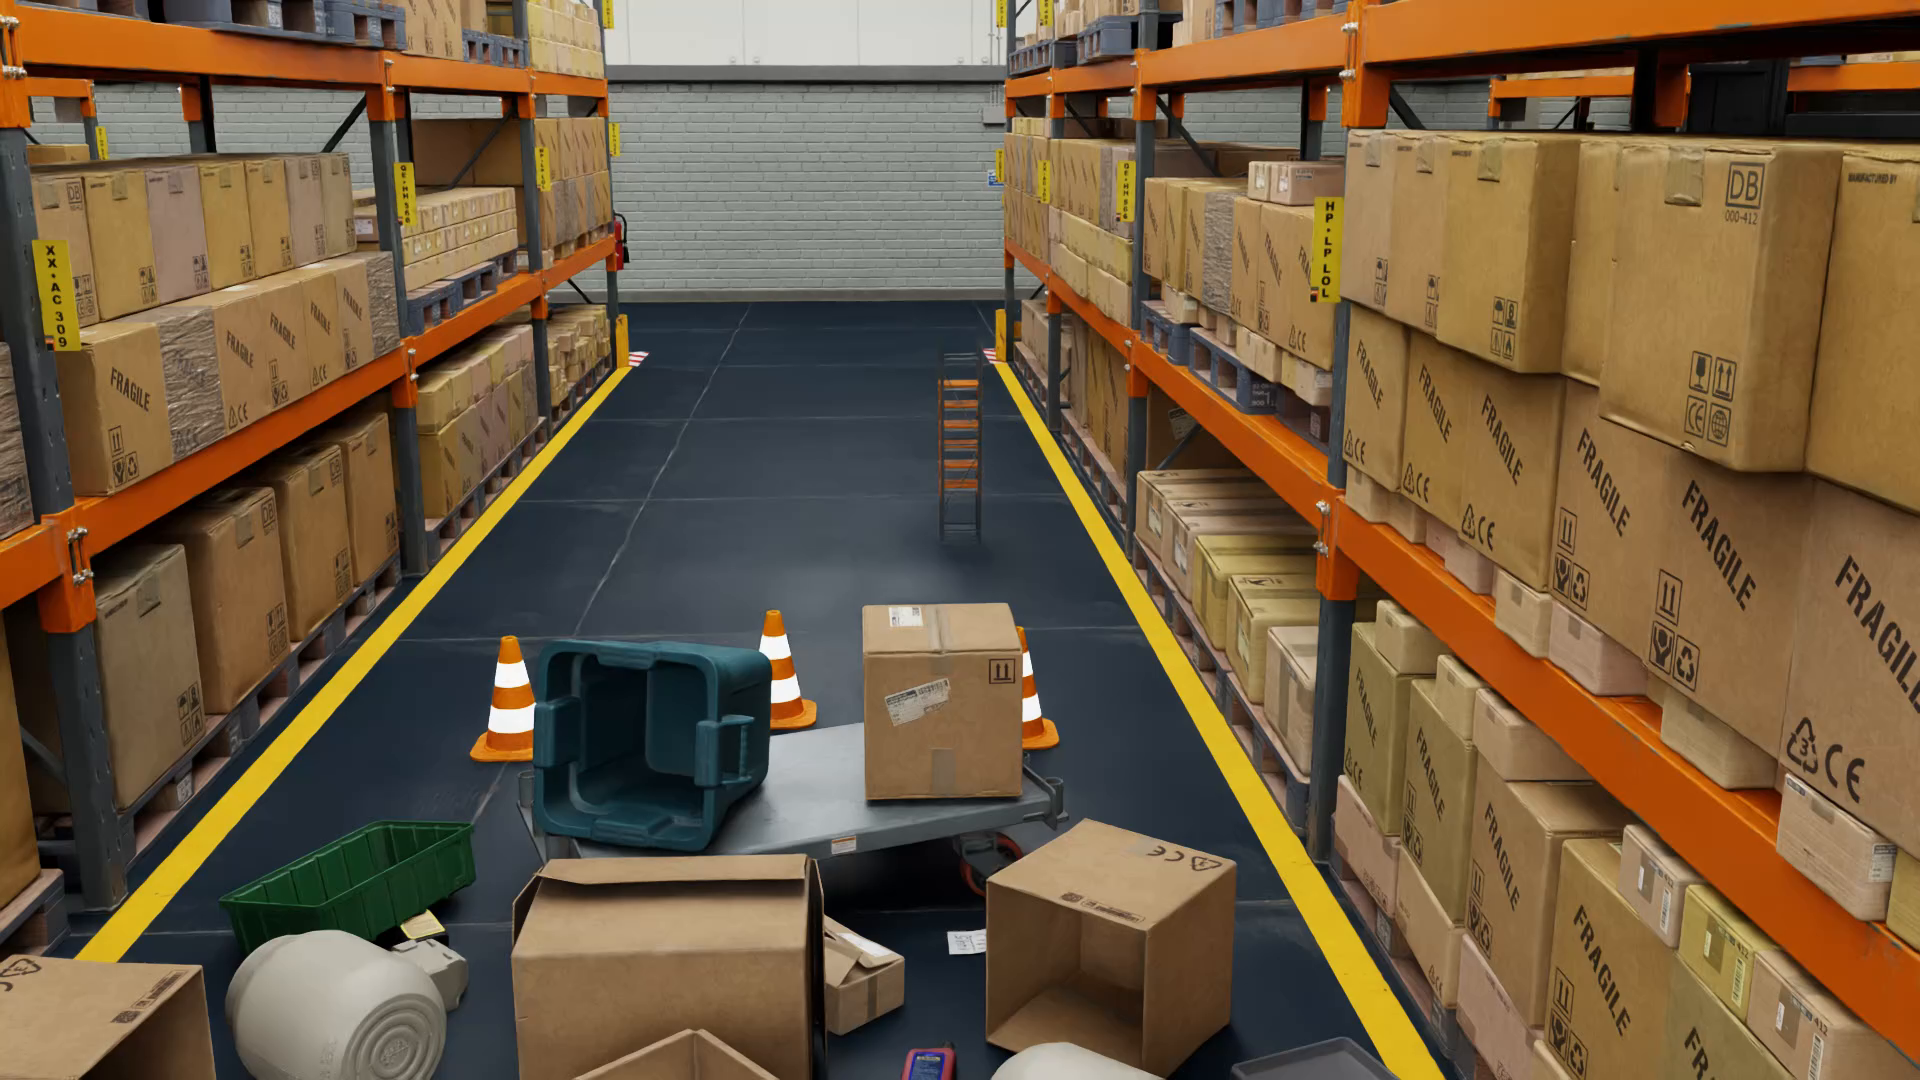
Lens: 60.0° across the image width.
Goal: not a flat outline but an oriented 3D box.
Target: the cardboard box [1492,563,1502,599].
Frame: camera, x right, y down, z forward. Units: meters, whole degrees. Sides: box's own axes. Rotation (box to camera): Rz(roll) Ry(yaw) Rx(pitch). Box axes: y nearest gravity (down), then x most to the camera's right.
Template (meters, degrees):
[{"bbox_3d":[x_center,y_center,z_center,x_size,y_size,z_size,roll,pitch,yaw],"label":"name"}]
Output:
[{"bbox_3d":[1.550,0.103,4.112,0.380,0.149,0.250,-1,14,-4],"label":"cardboard box"}]

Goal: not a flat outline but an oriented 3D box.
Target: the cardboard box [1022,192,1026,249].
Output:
[{"bbox_3d":[0.828,-2.890,15.040,0.500,0.500,0.500,0,14,-2],"label":"cardboard box"}]

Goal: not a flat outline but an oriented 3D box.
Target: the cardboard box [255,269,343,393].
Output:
[{"bbox_3d":[-3.117,-0.943,7.472,0.500,0.500,0.500,-1,14,-4],"label":"cardboard box"}]

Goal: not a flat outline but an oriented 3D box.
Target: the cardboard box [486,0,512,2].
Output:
[{"bbox_3d":[-3.498,-4.137,12.565,0.380,0.149,0.250,-1,14,-4],"label":"cardboard box"}]

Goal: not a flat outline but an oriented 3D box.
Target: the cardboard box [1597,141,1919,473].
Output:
[{"bbox_3d":[1.548,-0.415,2.814,0.700,0.500,0.500,-1,14,-4],"label":"cardboard box"}]

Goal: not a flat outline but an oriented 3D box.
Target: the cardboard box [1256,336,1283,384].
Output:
[{"bbox_3d":[1.350,-0.693,6.360,0.380,0.149,0.250,-1,14,-4],"label":"cardboard box"}]

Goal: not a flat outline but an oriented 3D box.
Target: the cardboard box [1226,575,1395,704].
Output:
[{"bbox_3d":[1.625,0.402,6.874,0.950,0.372,0.625,0,14,0],"label":"cardboard box"}]

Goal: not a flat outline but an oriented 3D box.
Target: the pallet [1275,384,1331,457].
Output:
[{"bbox_3d":[1.806,-0.457,6.169,1.003,0.211,1.213,-1,14,-3],"label":"pallet"}]

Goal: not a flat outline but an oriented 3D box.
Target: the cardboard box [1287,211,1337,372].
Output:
[{"bbox_3d":[1.451,-0.865,5.729,0.500,0.500,0.500,-1,14,-4],"label":"cardboard box"}]

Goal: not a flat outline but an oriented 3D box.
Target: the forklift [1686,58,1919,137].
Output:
[{"bbox_3d":[4.057,-0.919,7.714,3.031,2.935,1.130,7,16,25],"label":"forklift"}]

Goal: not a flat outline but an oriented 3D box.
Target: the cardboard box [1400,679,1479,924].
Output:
[{"bbox_3d":[1.520,0.691,4.491,0.500,0.500,0.500,0,14,-1],"label":"cardboard box"}]

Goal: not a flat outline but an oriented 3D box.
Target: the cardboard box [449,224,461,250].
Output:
[{"bbox_3d":[-3.385,-1.921,10.535,0.380,0.149,0.250,-1,14,-4],"label":"cardboard box"}]

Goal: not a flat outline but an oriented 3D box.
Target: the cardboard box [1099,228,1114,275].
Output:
[{"bbox_3d":[1.141,-1.766,10.169,0.500,0.250,0.500,-1,14,-5],"label":"cardboard box"}]

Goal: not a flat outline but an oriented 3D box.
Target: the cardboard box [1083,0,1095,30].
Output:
[{"bbox_3d":[1.062,-3.491,10.512,0.500,0.500,0.500,-1,14,-3],"label":"cardboard box"}]

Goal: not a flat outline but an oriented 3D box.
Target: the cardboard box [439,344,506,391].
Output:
[{"bbox_3d":[-3.358,-1.161,11.189,0.500,0.250,0.500,-2,15,-6],"label":"cardboard box"}]

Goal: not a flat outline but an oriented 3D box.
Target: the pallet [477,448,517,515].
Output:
[{"bbox_3d":[-3.593,-0.398,11.149,1.003,0.211,1.213,-1,14,-3],"label":"pallet"}]

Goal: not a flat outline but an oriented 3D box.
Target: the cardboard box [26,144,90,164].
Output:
[{"bbox_3d":[-8.634,-3.507,15.835,0.500,0.500,0.500,-1,14,-3],"label":"cardboard box"}]

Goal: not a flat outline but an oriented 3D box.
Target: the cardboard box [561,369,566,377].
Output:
[{"bbox_3d":[-3.624,-1.420,14.405,0.380,0.149,0.250,-2,15,-6],"label":"cardboard box"}]

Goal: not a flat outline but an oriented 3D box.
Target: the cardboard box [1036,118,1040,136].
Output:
[{"bbox_3d":[0.860,-3.585,14.431,0.380,0.149,0.250,-1,14,-5],"label":"cardboard box"}]

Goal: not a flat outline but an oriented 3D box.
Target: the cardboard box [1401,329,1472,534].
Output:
[{"bbox_3d":[1.512,-0.312,4.422,0.500,0.500,0.500,-1,14,-4],"label":"cardboard box"}]

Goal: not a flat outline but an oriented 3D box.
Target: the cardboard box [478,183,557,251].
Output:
[{"bbox_3d":[-3.501,-2.566,13.180,0.500,0.500,0.500,-1,14,-4],"label":"cardboard box"}]

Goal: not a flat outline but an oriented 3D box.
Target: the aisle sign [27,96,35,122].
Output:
[{"bbox_3d":[-9.230,-4.462,16.130,0.394,0.787,0.004,-1,14,-3],"label":"aisle sign"}]

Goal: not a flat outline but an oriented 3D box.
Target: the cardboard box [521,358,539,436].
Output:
[{"bbox_3d":[-3.424,-1.059,12.295,0.500,0.500,0.500,-1,14,-5],"label":"cardboard box"}]

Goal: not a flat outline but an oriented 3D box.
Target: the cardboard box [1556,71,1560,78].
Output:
[{"bbox_3d":[5.761,-4.350,15.398,0.380,0.149,0.250,-1,14,-4],"label":"cardboard box"}]

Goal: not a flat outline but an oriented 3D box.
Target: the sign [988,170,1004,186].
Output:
[{"bbox_3d":[0.540,-4.890,22.468,0.327,0.218,0.001,-1,14,-3],"label":"sign"}]

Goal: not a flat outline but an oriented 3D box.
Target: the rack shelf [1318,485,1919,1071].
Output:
[{"bbox_3d":[1.832,0.488,3.554,1.077,0.370,4.000,-1,14,-3],"label":"rack shelf"}]

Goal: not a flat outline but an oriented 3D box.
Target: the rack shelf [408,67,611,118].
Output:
[{"bbox_3d":[-3.846,-3.848,14.385,1.077,0.370,4.000,-1,14,-3],"label":"rack shelf"}]

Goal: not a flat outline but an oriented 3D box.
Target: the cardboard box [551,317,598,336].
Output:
[{"bbox_3d":[-3.558,-1.967,15.335,0.380,0.149,0.250,0,14,-1],"label":"cardboard box"}]

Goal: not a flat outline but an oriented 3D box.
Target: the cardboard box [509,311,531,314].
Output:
[{"bbox_3d":[-4.251,-2.085,15.794,0.380,0.149,0.250,-1,14,-4],"label":"cardboard box"}]

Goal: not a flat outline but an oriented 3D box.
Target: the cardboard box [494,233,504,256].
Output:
[{"bbox_3d":[-3.469,-2.105,11.851,0.380,0.149,0.250,-1,14,-4],"label":"cardboard box"}]

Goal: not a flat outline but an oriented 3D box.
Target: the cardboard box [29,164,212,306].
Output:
[{"bbox_3d":[-3.327,-1.166,6.331,0.700,0.500,0.500,-1,14,-3],"label":"cardboard box"}]

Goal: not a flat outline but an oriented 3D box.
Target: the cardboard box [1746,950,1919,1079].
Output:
[{"bbox_3d":[1.556,0.802,2.757,0.380,0.149,0.250,0,14,-2],"label":"cardboard box"}]

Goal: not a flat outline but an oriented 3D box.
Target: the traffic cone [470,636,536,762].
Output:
[{"bbox_3d":[-1.802,0.615,6.706,0.336,0.463,0.334,-1,14,-3],"label":"traffic cone"}]

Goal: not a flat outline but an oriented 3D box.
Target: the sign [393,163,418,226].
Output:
[{"bbox_3d":[-2.920,-1.821,8.762,0.100,0.325,0.005,-1,14,-3],"label":"sign"}]

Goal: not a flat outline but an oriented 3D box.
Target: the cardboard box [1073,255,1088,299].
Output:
[{"bbox_3d":[1.048,-1.781,11.228,0.500,0.250,0.500,-1,14,-4],"label":"cardboard box"}]

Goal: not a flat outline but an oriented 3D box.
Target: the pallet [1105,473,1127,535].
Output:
[{"bbox_3d":[1.487,-0.200,10.378,1.003,0.211,1.213,-1,14,-3],"label":"pallet"}]

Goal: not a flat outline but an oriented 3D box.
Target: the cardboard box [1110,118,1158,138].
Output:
[{"bbox_3d":[1.420,-3.340,13.480,0.380,0.149,0.250,-1,14,-3],"label":"cardboard box"}]

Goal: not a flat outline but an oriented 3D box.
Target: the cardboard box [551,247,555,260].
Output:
[{"bbox_3d":[-3.583,-2.396,13.823,0.380,0.149,0.250,-2,15,-6],"label":"cardboard box"}]

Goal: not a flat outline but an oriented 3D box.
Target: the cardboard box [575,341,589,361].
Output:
[{"bbox_3d":[-3.531,-1.691,14.860,0.380,0.149,0.250,-1,14,-3],"label":"cardboard box"}]

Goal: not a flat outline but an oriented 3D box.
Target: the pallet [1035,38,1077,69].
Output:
[{"bbox_3d":[1.172,-3.961,13.559,1.003,0.211,1.213,-1,14,-3],"label":"pallet"}]

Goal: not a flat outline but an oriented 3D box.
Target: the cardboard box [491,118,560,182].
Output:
[{"bbox_3d":[-3.554,-3.167,13.513,0.500,0.500,0.500,-1,14,-5],"label":"cardboard box"}]

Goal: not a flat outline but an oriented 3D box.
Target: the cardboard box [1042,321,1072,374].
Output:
[{"bbox_3d":[1.225,-1.691,14.876,0.875,0.438,0.875,-1,14,-5],"label":"cardboard box"}]

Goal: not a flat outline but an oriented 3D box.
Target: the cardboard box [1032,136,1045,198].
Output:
[{"bbox_3d":[0.884,-3.120,13.924,0.500,0.500,0.500,-1,14,-4],"label":"cardboard box"}]

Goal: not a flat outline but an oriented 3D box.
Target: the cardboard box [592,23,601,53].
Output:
[{"bbox_3d":[-3.687,-4.752,15.755,0.500,0.250,0.500,-1,14,-5],"label":"cardboard box"}]

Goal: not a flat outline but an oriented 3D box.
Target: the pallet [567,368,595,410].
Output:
[{"bbox_3d":[-3.877,-1.366,14.912,1.003,0.211,1.213,-1,14,-3],"label":"pallet"}]

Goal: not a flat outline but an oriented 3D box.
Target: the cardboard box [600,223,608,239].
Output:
[{"bbox_3d":[-3.667,-3.042,16.335,0.380,0.149,0.250,-1,14,-3],"label":"cardboard box"}]

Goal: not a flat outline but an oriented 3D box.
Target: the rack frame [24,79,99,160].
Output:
[{"bbox_3d":[-8.926,-3.189,16.402,1.000,3.000,0.127,-1,14,-3],"label":"rack frame"}]

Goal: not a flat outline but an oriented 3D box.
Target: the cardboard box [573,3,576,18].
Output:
[{"bbox_3d":[-3.641,-4.723,14.842,0.380,0.149,0.250,-1,14,-5],"label":"cardboard box"}]

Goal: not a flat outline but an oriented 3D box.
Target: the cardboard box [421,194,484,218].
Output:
[{"bbox_3d":[-3.442,-2.261,11.263,0.380,0.149,0.250,-1,14,-5],"label":"cardboard box"}]

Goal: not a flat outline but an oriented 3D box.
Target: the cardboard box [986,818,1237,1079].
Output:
[{"bbox_3d":[0.417,1.139,4.591,0.500,0.500,0.500,10,18,35],"label":"cardboard box"}]

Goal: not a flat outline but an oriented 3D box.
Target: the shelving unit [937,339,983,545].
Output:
[{"bbox_3d":[0.001,-0.577,9.863,0.258,1.200,0.189,-1,14,-3],"label":"shelving unit"}]

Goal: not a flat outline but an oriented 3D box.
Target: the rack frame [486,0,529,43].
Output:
[{"bbox_3d":[-3.722,-5.151,11.988,1.000,3.000,0.127,-1,14,-3],"label":"rack frame"}]

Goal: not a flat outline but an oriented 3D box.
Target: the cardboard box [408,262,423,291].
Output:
[{"bbox_3d":[-3.317,-1.514,9.552,0.380,0.149,0.250,0,14,-1],"label":"cardboard box"}]
